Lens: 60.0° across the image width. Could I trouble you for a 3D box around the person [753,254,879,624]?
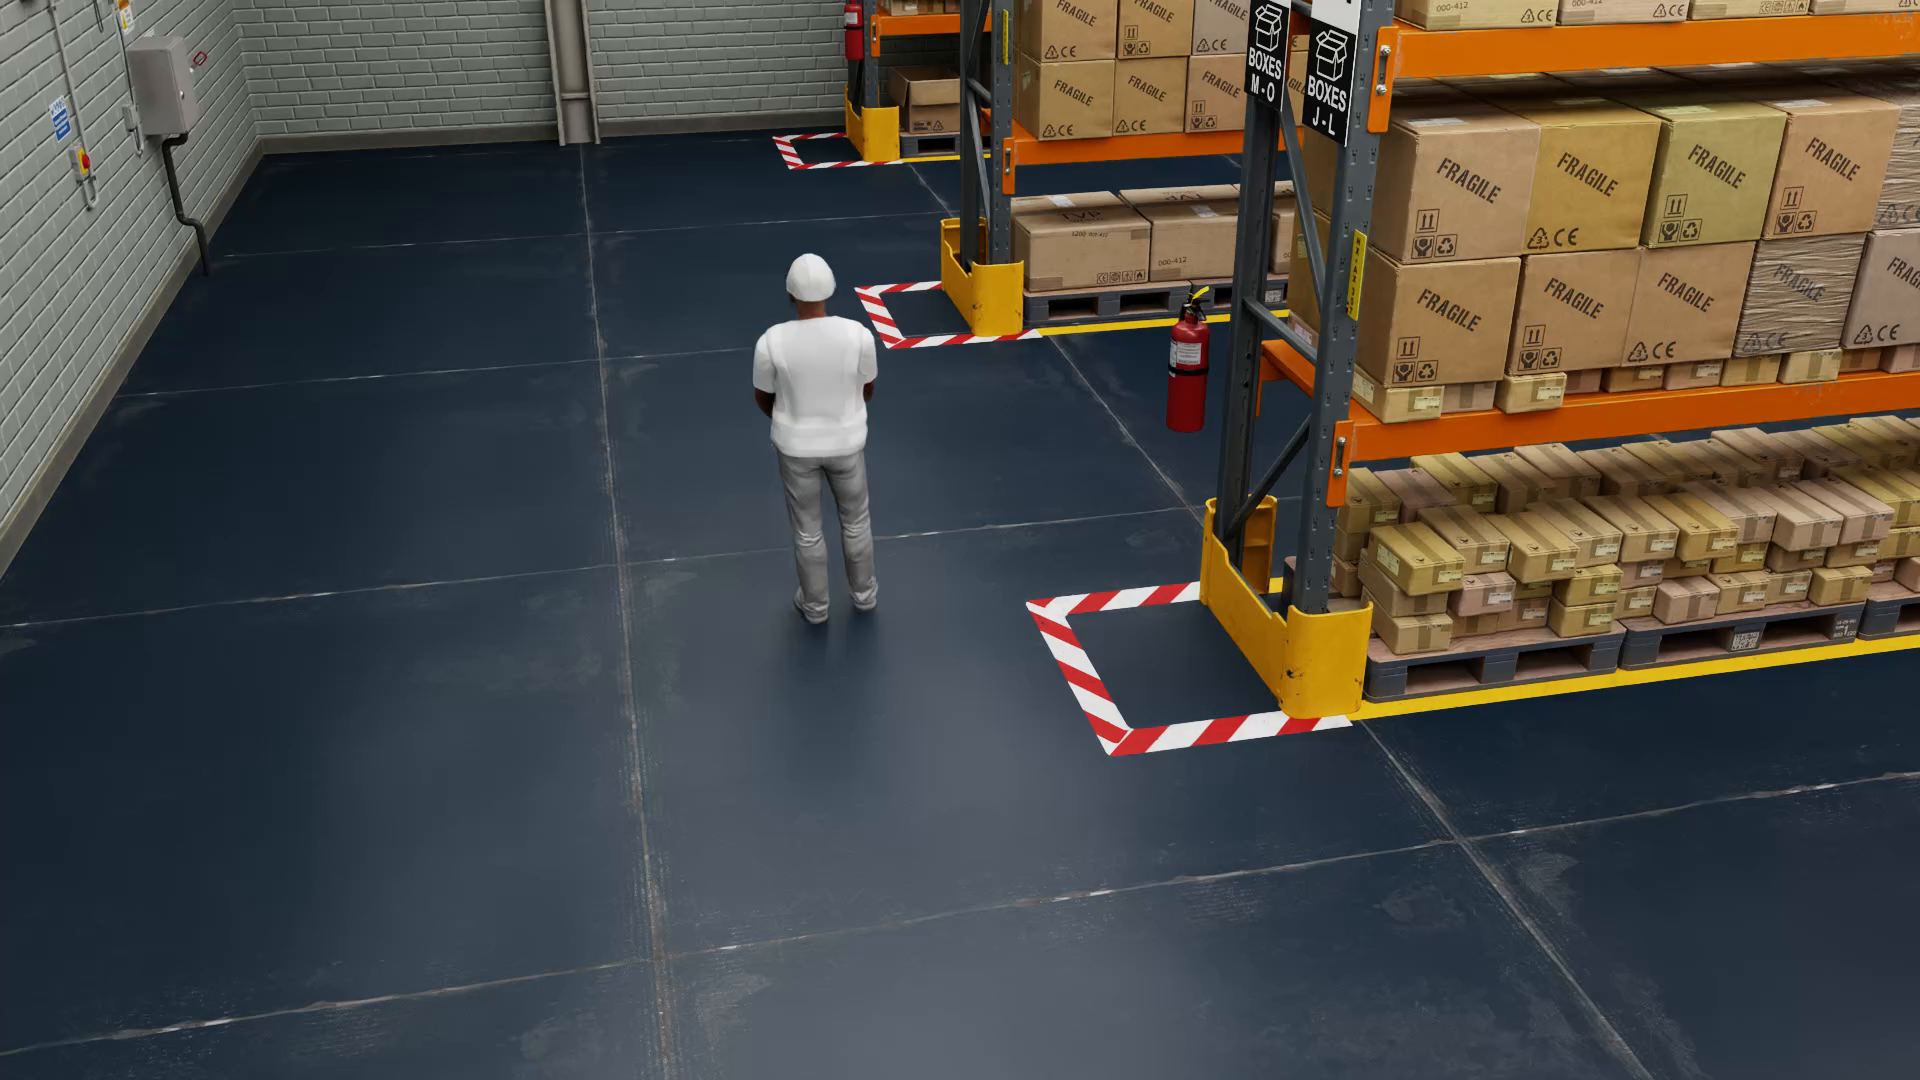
[{"bbox_3d":[-0.639,-0.460,7.495,0.559,1.772,0.515,-4,27,-8],"label":"person"}]
